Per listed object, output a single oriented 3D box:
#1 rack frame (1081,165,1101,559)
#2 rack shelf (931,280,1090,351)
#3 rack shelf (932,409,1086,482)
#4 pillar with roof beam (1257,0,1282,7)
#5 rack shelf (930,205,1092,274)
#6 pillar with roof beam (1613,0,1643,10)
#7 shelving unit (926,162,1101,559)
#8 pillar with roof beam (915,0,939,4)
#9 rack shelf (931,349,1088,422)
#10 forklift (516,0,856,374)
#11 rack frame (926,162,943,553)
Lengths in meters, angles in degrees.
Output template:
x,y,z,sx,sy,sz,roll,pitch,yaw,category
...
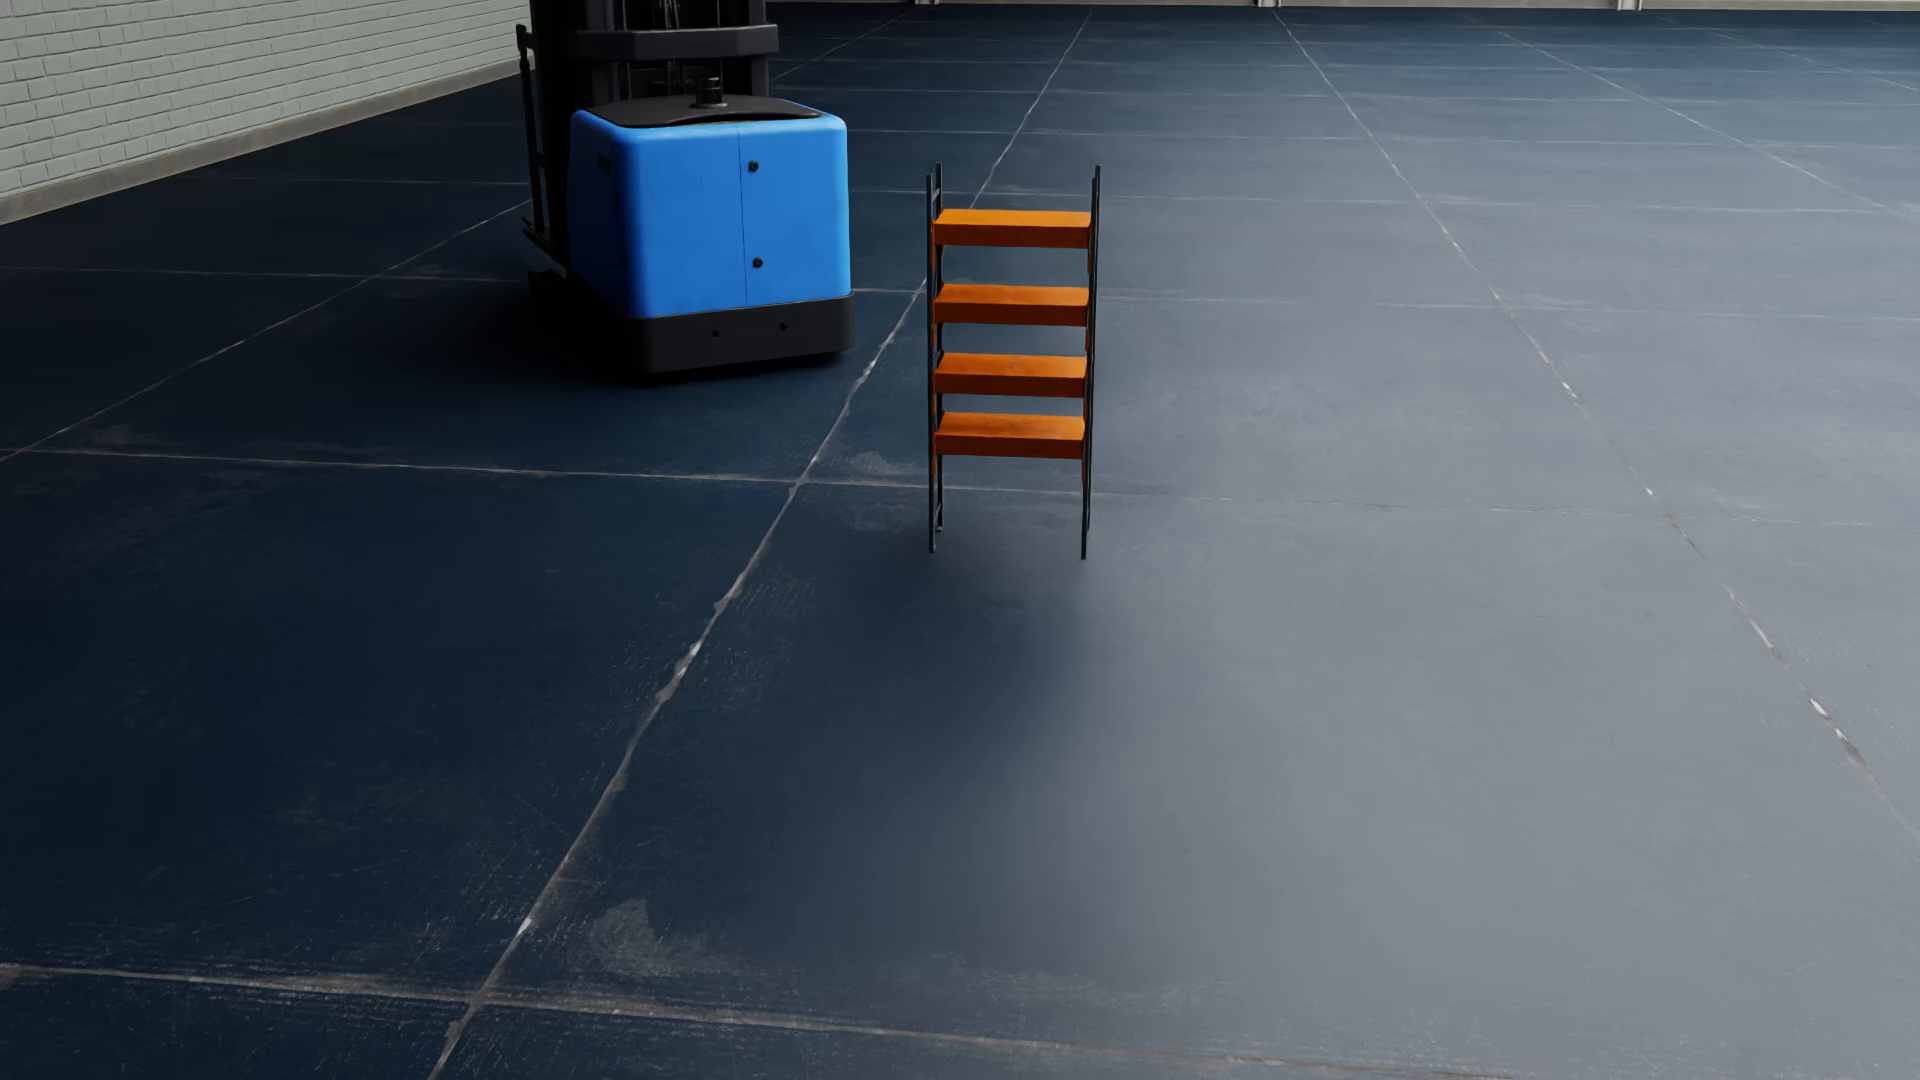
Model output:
x,y,z,sx,sy,sz,roll,pitch,yaw,category
0.407,-0.540,5.174,0.015,1.200,0.240,2,22,6,rack frame
0.164,-0.696,5.144,0.480,0.148,0.258,2,22,6,rack shelf
0.164,-0.304,5.299,0.480,0.148,0.258,2,22,6,rack shelf
4.864,-11.887,23.267,0.400,9.000,9.100,2,22,6,pillar with roof beam
0.164,-0.916,5.057,0.480,0.148,0.258,2,22,6,rack shelf
10.822,-11.627,22.611,0.400,9.000,9.100,2,22,6,pillar with roof beam
0.164,-0.551,5.201,0.503,1.200,0.258,2,22,6,shelving unit
-1.095,-12.147,23.924,0.400,9.000,9.100,2,22,6,pillar with roof beam
0.164,-0.488,5.226,0.480,0.148,0.258,2,22,6,rack shelf
-1.555,-2.569,7.952,1.130,2.935,3.031,-10,24,-23,forklift
-0.078,-0.561,5.228,0.015,1.200,0.240,2,22,6,rack frame
